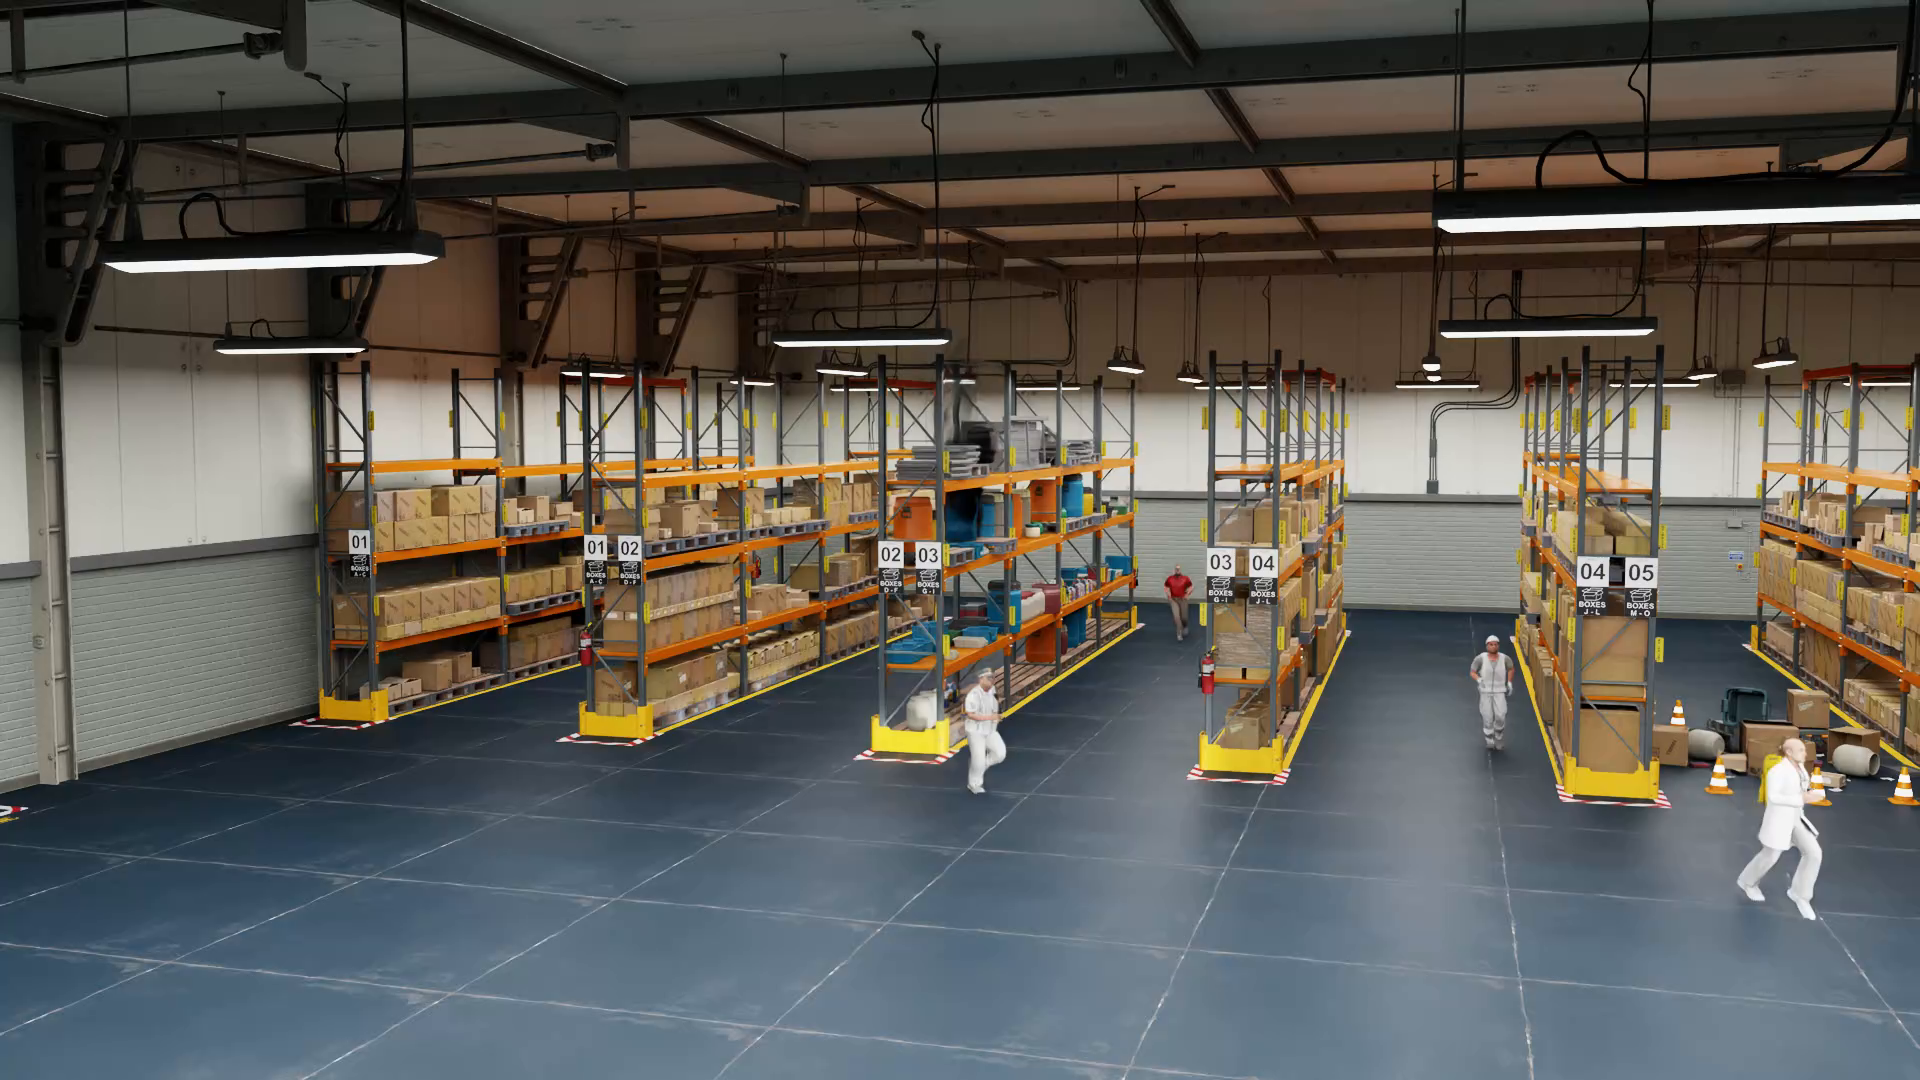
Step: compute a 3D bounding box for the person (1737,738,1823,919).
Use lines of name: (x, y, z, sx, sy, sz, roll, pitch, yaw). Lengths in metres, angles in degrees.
person: (8.396, 2.912, 17.009, 0.746, 1.826, 0.933, -2, 5, -30)

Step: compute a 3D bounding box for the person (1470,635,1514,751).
person: (8.047, 2.321, 25.147, 0.648, 1.759, 0.640, 1, 4, 16)

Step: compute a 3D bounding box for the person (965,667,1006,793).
person: (0.356, 2.546, 22.243, 0.719, 1.727, 0.707, 4, 6, 44)

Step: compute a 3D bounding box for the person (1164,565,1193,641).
person: (5.025, 1.429, 38.304, 0.676, 1.720, 0.739, 1, 4, 9)
